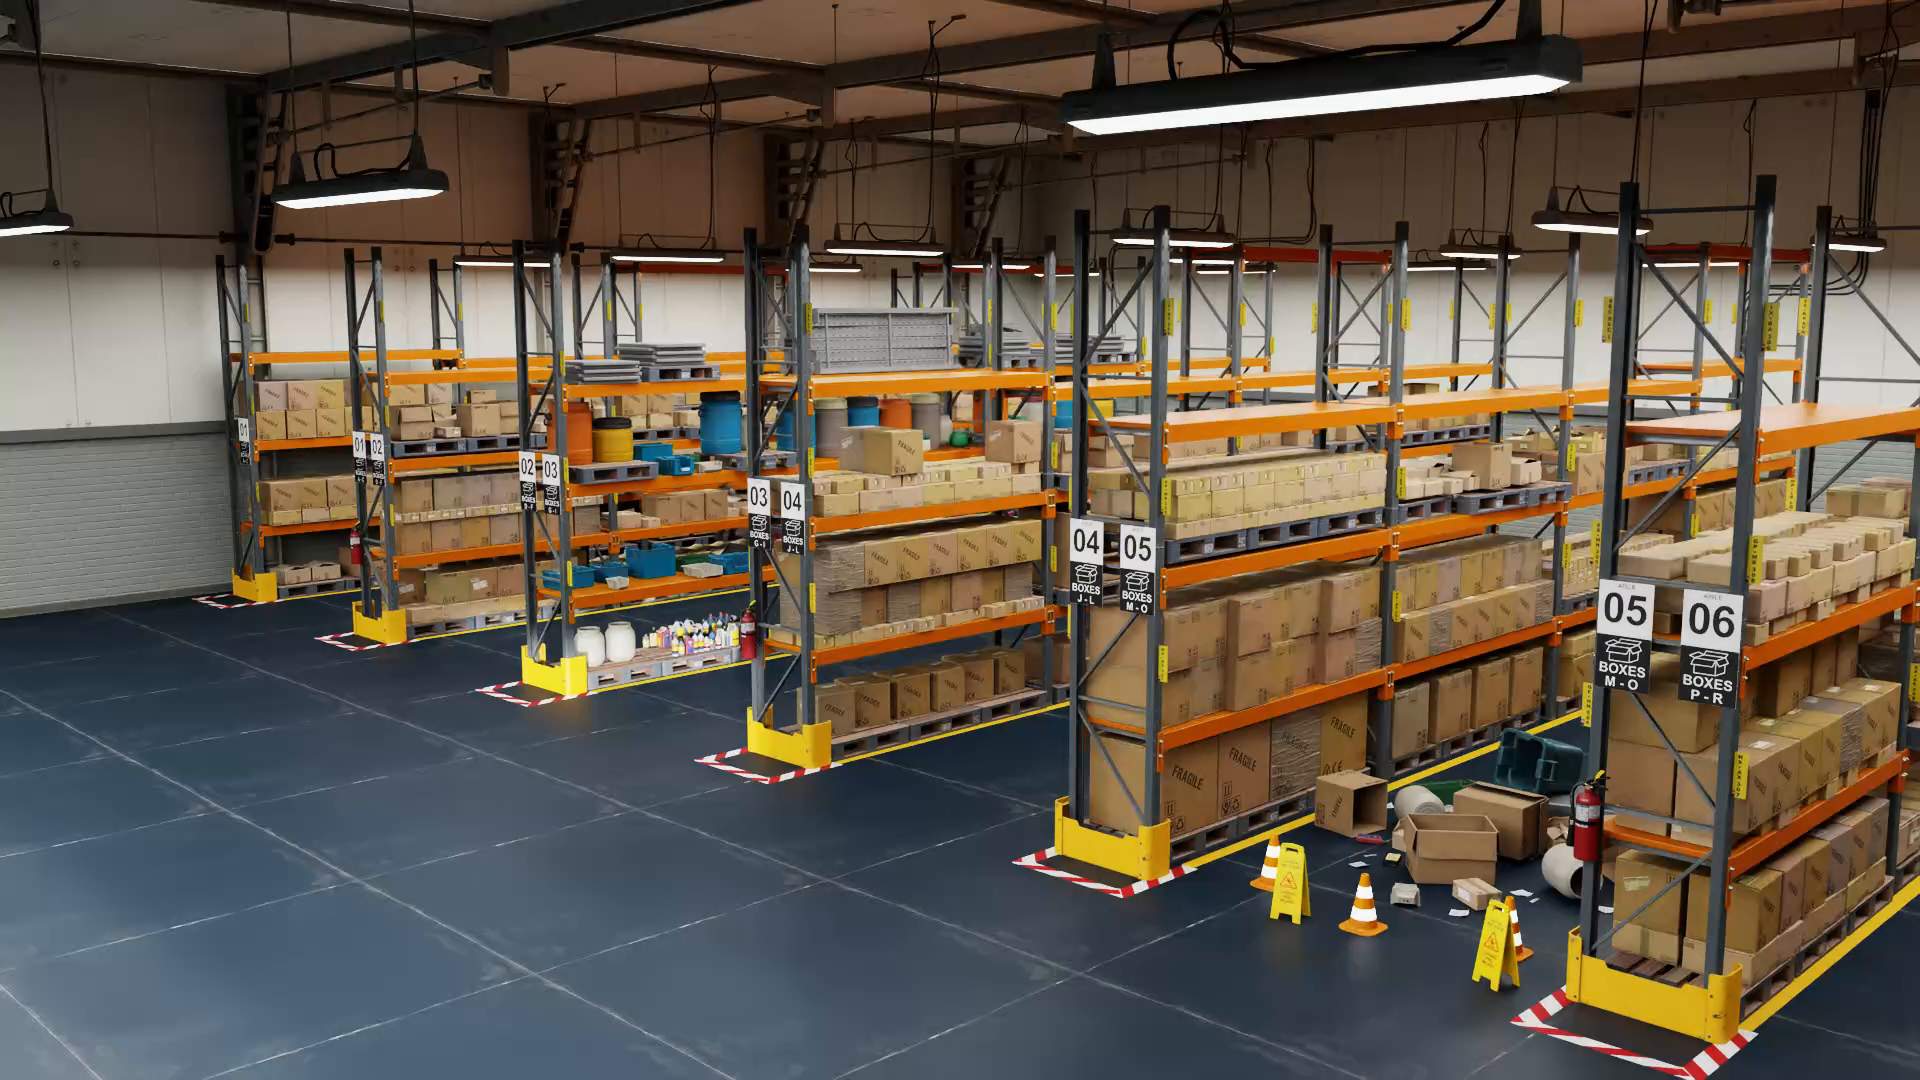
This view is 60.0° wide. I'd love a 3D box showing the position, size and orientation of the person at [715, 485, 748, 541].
[{"bbox_3d":[-4.686,-0.432,33.864,0.678,1.441,0.841,8,11,43],"label":"person"}]
